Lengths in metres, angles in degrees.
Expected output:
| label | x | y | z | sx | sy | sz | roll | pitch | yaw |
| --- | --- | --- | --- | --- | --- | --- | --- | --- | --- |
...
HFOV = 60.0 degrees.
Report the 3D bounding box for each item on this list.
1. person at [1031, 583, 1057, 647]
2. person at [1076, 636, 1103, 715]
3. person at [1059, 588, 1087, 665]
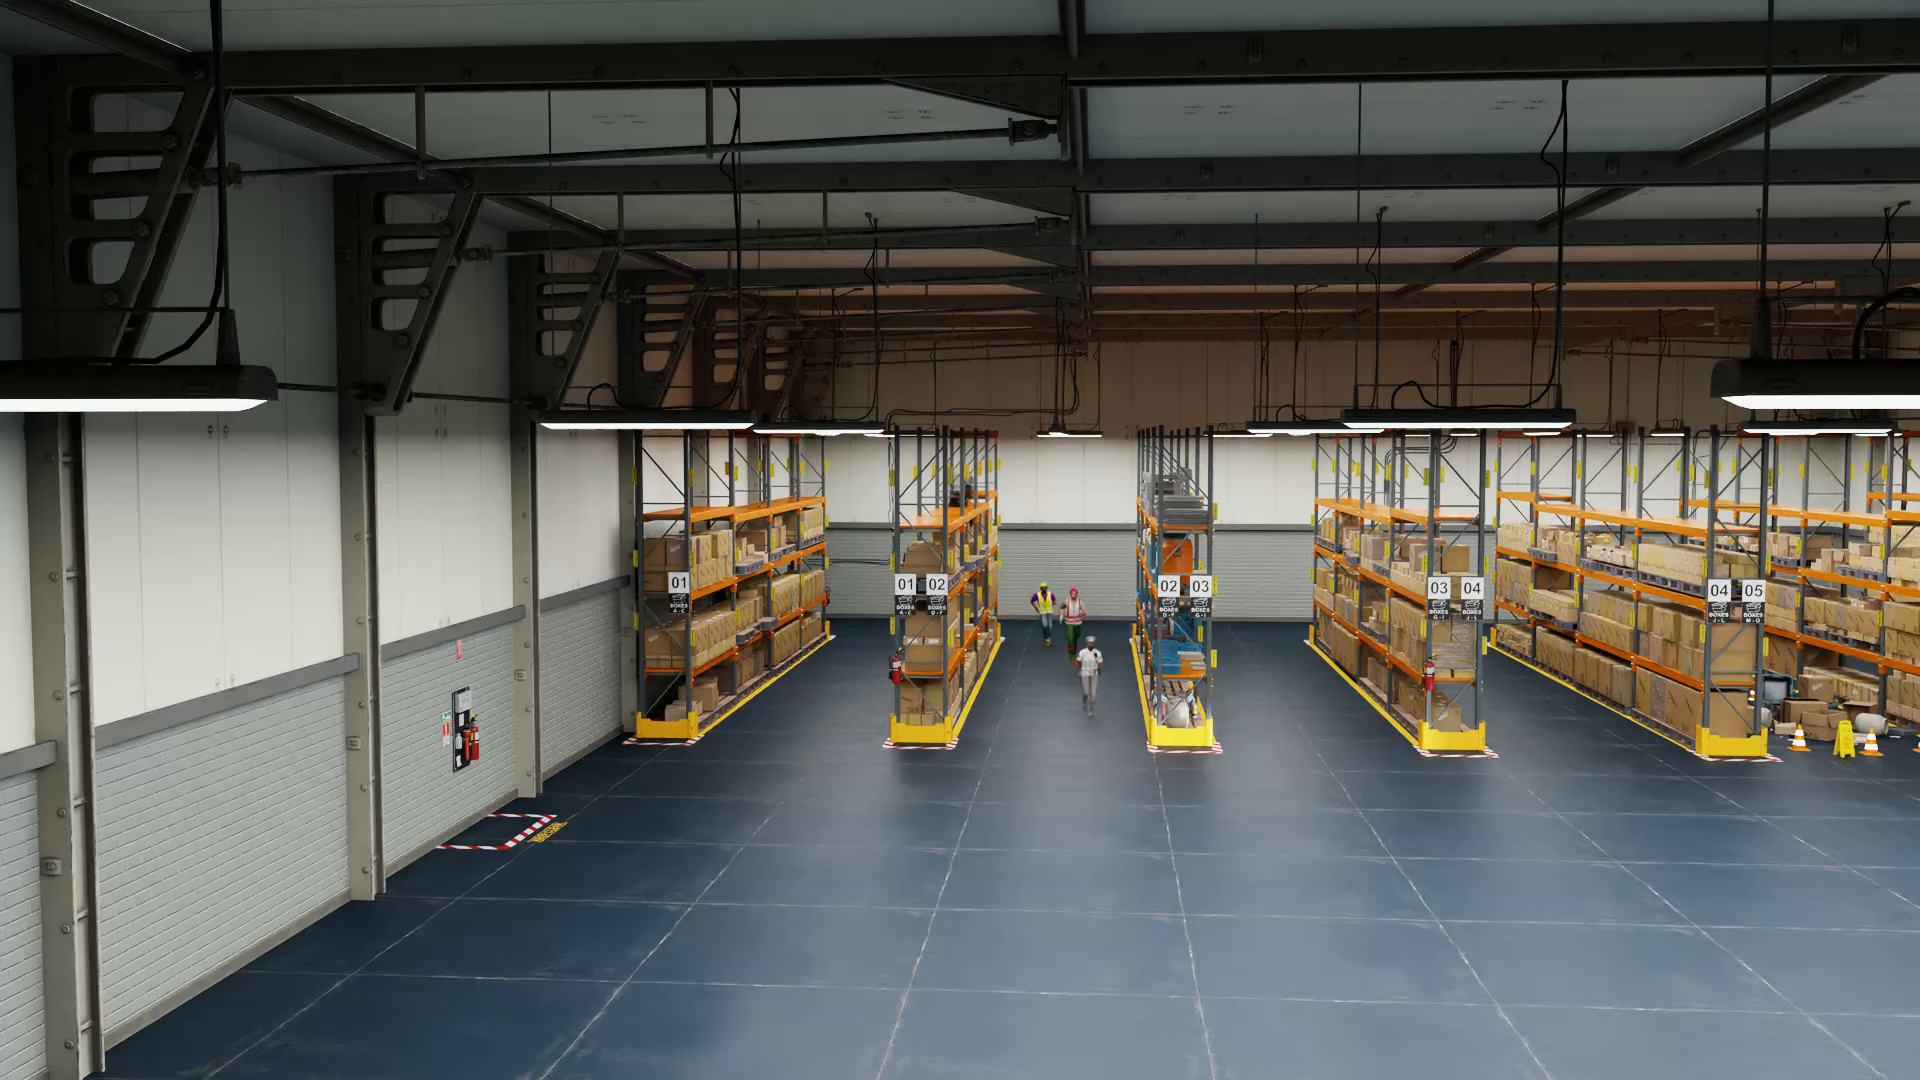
| label | x | y | z | sx | sy | sz | roll | pitch | yaw |
| --- | --- | --- | --- | --- | --- | --- | --- | --- | --- |
| person | 2.365 | 2.085 | 46.247 | 0.694 | 1.808 | 0.719 | -1 | 4 | -12 |
| person | 2.696 | 2.823 | 34.510 | 0.571 | 1.654 | 0.548 | 0 | 3 | 1 |
| person | 2.765 | 2.076 | 40.506 | 0.656 | 1.822 | 0.865 | 0 | 3 | -8 |
